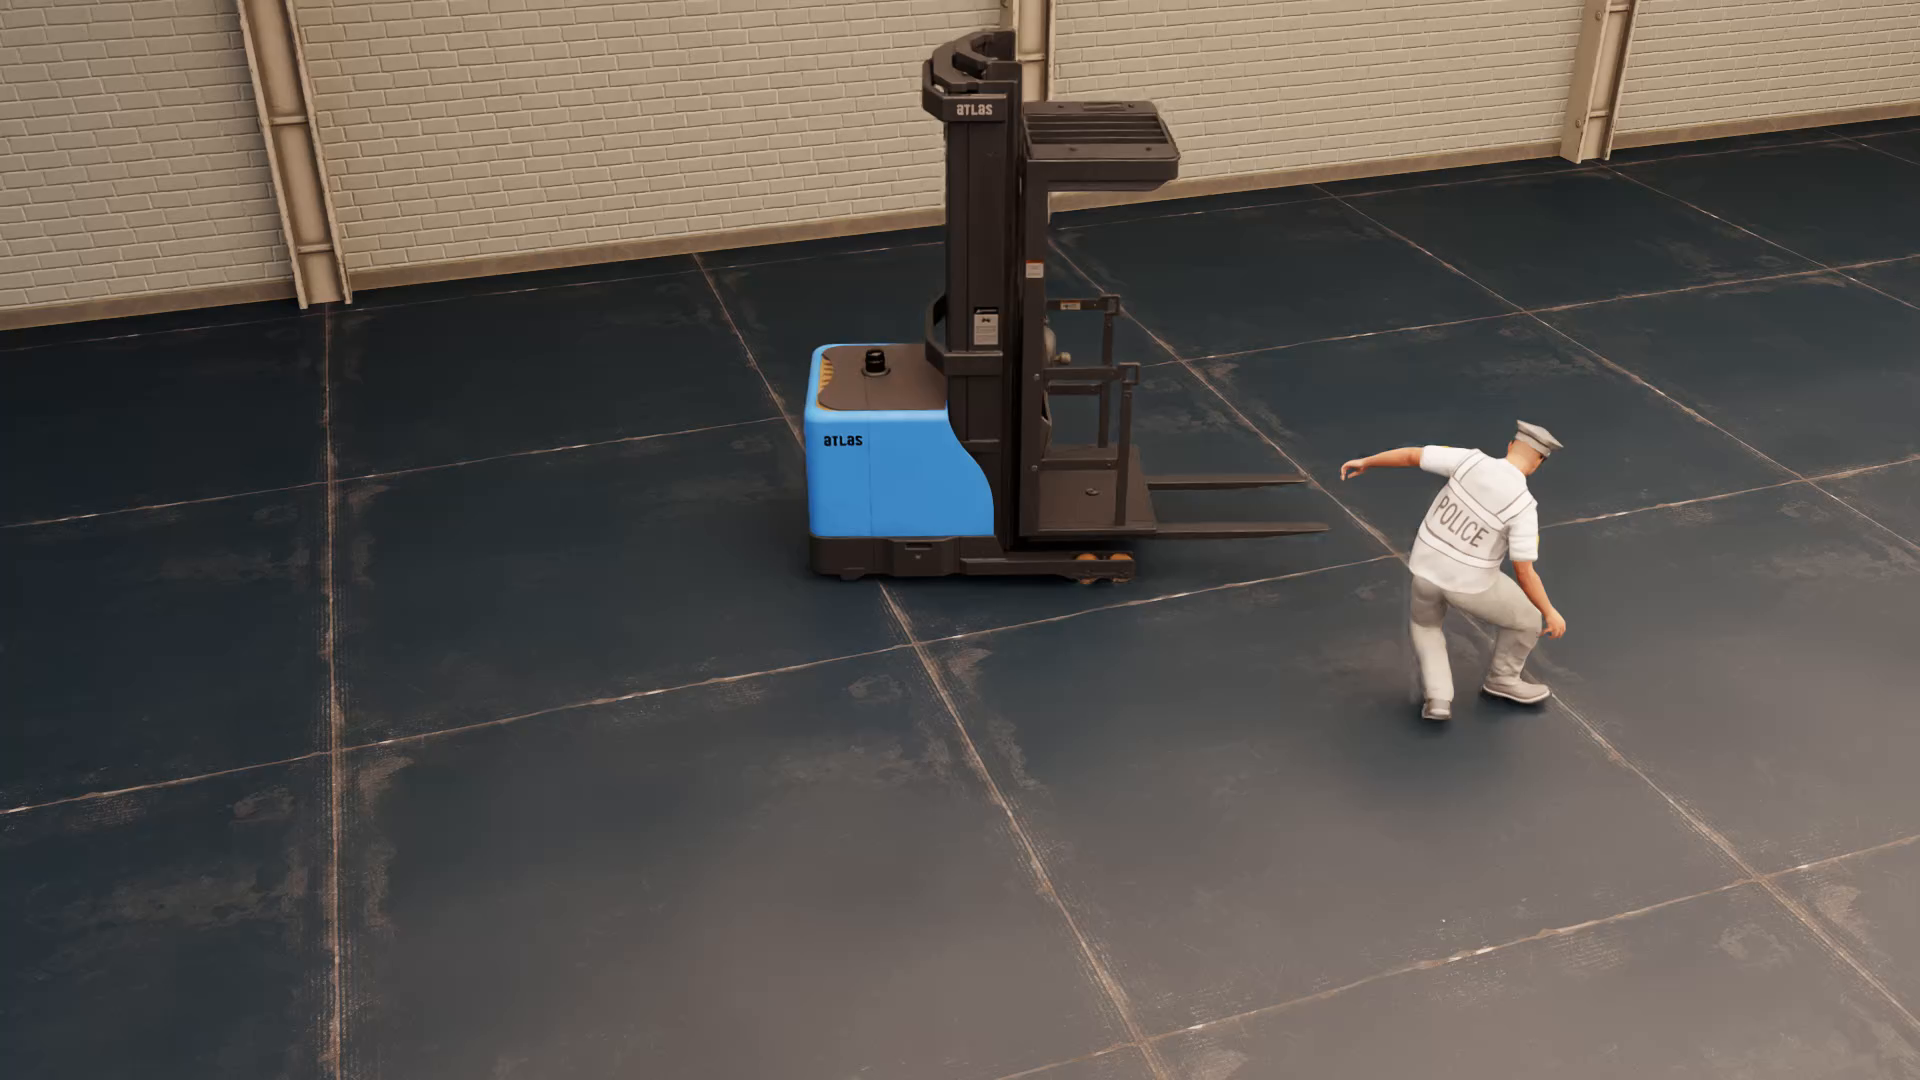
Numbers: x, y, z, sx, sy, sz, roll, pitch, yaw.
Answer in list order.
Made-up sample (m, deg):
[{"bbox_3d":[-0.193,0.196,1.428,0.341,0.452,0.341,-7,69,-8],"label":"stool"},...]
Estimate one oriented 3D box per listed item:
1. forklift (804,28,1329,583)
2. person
[{"bbox_3d":[0.632,-1.288,9.325,3.031,2.935,1.130,-1,30,-1],"label":"forklift"},{"bbox_3d":[2.466,0.109,8.281,0.693,1.581,1.210,-24,37,-35],"label":"person"}]
